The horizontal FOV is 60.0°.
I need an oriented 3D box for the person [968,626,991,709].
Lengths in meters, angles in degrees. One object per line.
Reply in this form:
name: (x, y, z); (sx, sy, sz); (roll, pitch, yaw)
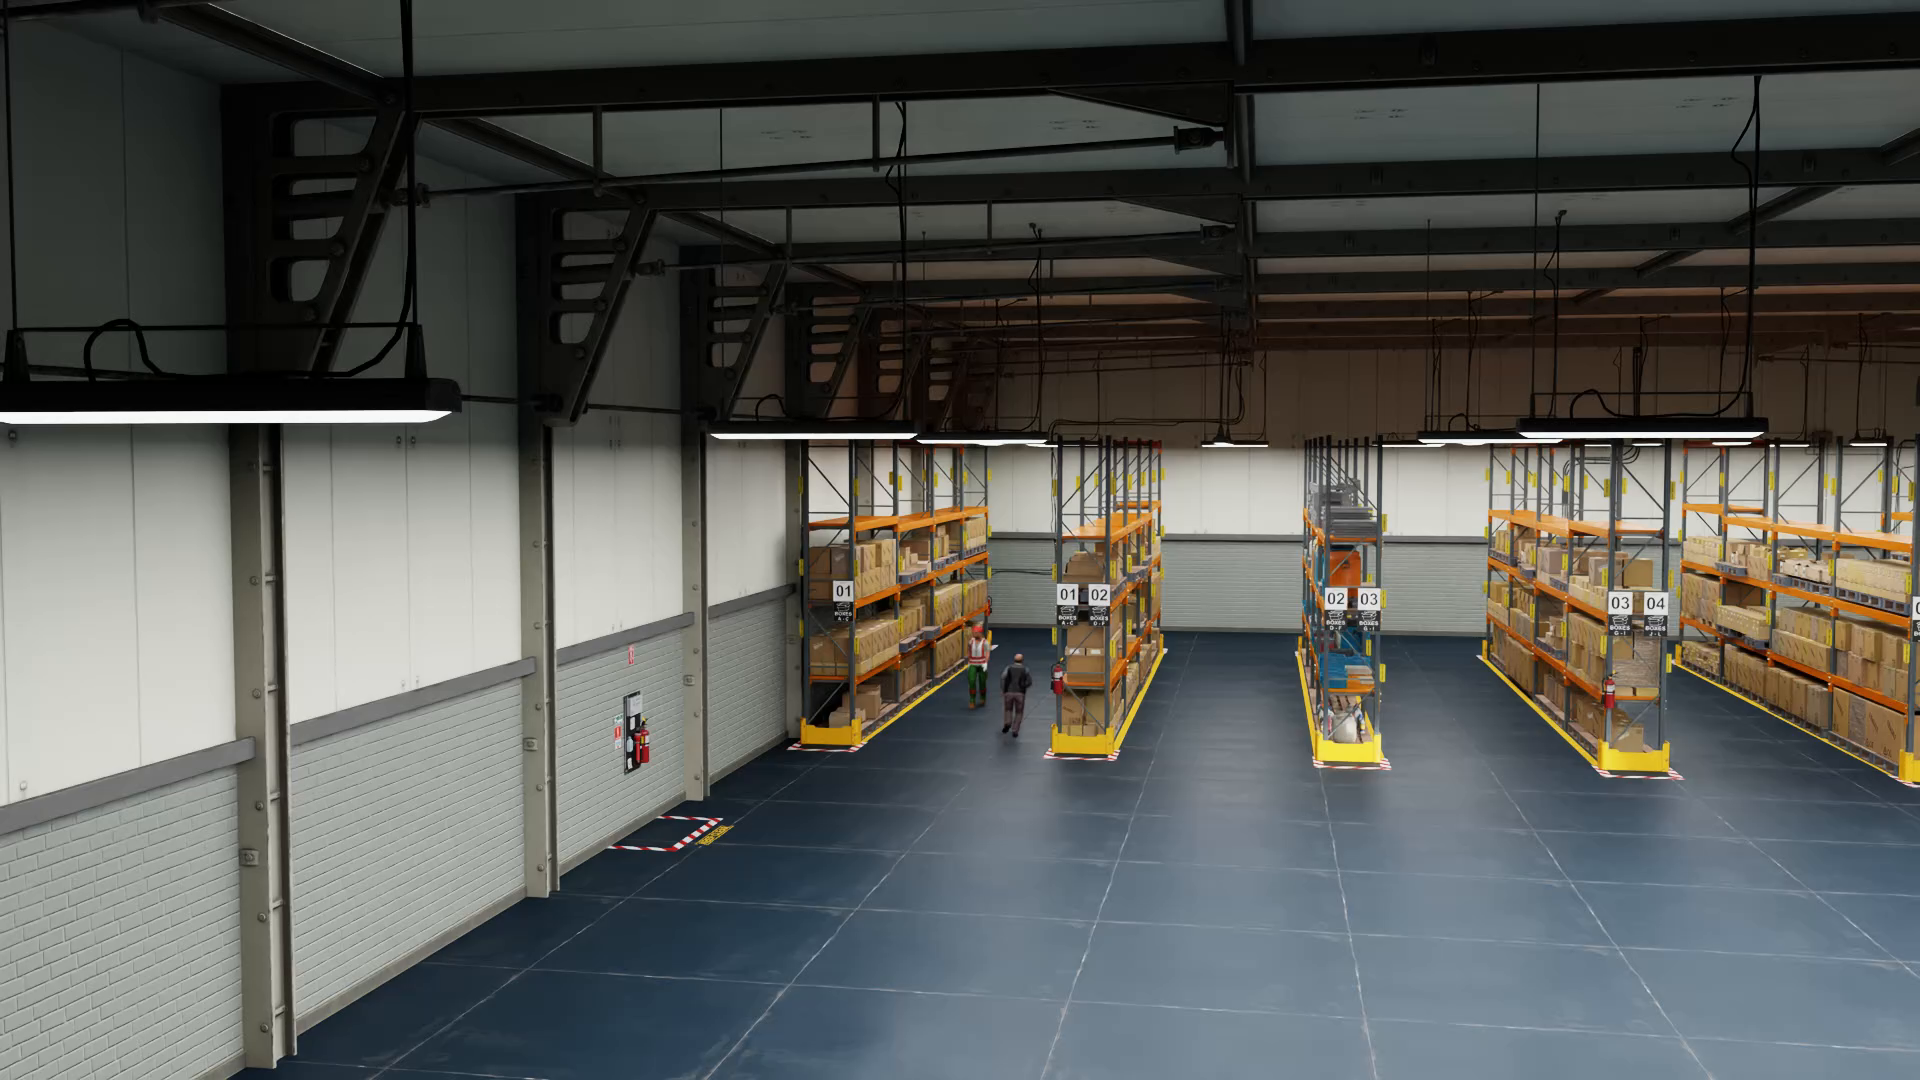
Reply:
person: (0.399, 2.836, 37.123); (0.542, 1.818, 0.772); (1, 3, 15)

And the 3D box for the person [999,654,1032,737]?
person: (1.126, 3.151, 33.453); (0.630, 1.536, 0.753); (1, 3, 13)
